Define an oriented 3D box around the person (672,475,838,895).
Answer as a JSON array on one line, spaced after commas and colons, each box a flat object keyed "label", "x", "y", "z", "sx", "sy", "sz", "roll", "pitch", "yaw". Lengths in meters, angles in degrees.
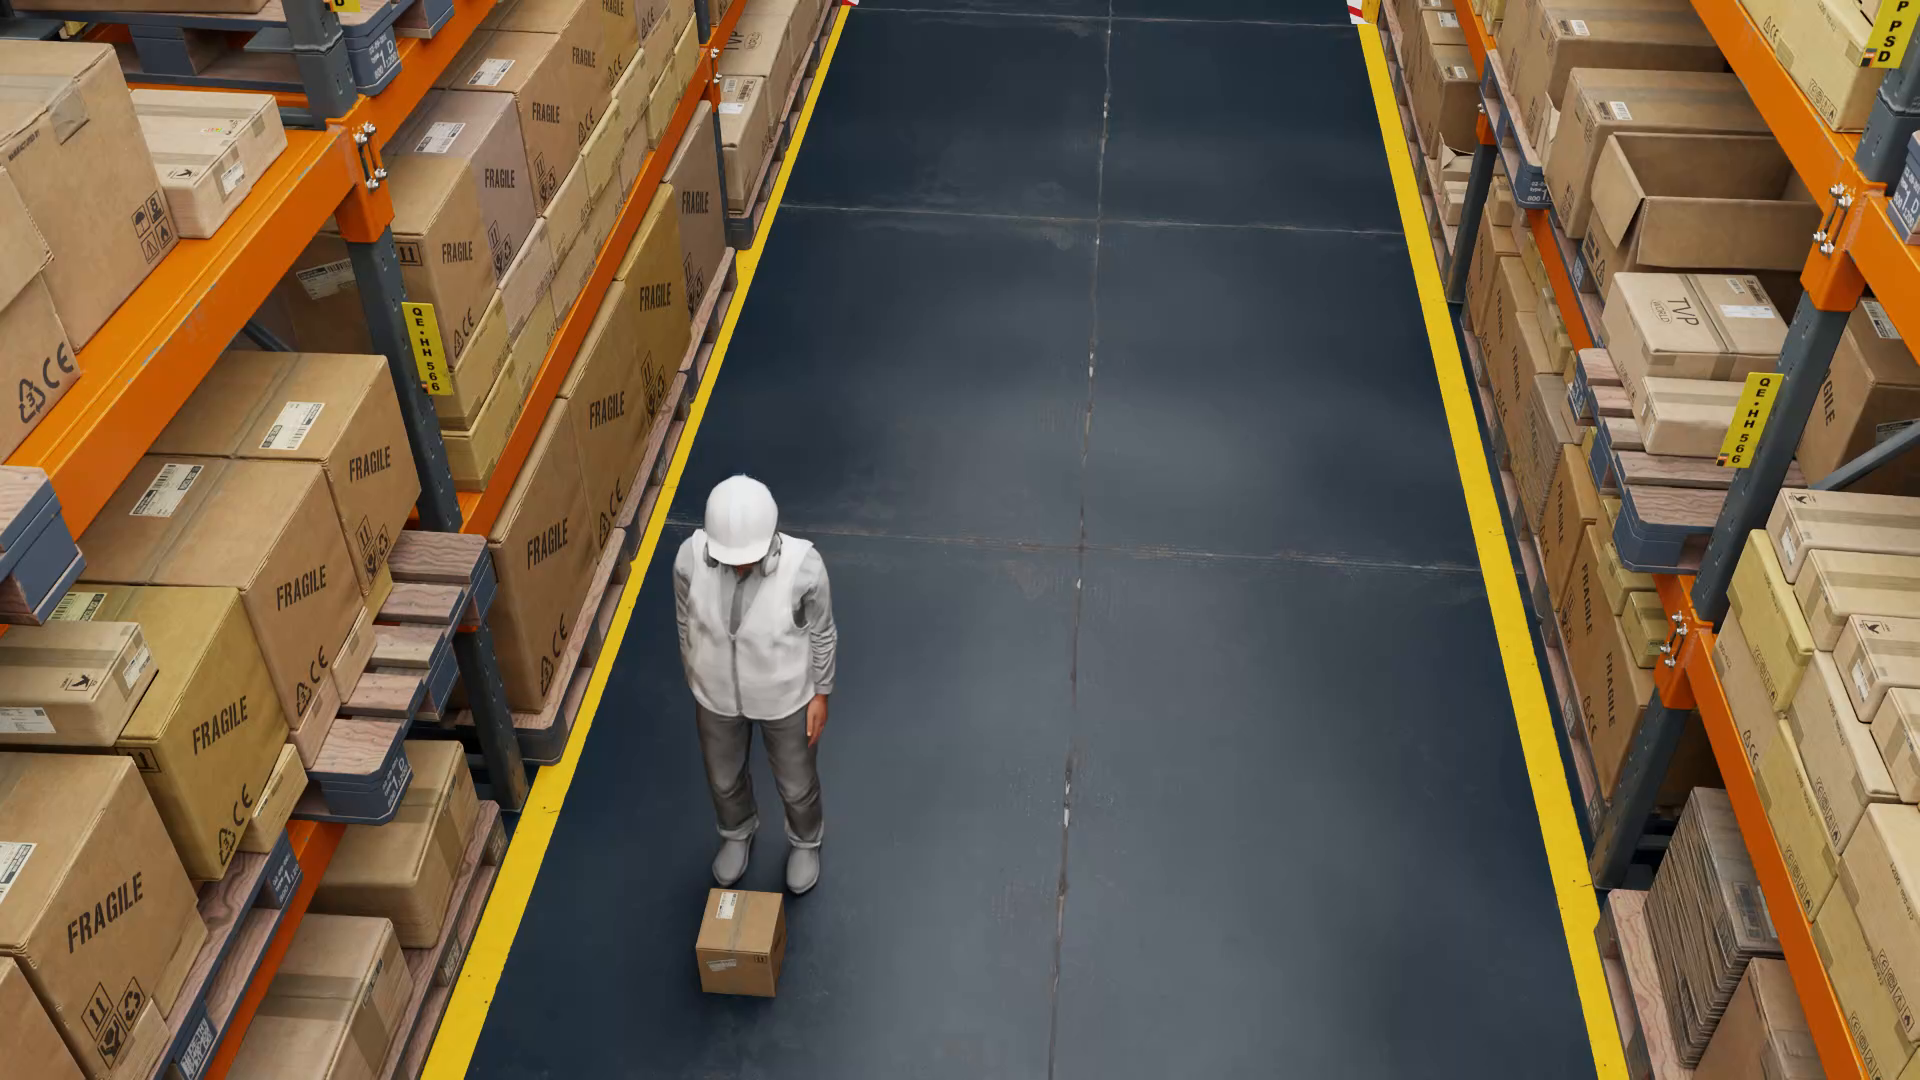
[{"label": "person", "x": -0.665, "y": 0.492, "z": 5.557, "sx": 0.535, "sy": 1.763, "sz": 0.363, "roll": 5, "pitch": 40, "yaw": 6}]
